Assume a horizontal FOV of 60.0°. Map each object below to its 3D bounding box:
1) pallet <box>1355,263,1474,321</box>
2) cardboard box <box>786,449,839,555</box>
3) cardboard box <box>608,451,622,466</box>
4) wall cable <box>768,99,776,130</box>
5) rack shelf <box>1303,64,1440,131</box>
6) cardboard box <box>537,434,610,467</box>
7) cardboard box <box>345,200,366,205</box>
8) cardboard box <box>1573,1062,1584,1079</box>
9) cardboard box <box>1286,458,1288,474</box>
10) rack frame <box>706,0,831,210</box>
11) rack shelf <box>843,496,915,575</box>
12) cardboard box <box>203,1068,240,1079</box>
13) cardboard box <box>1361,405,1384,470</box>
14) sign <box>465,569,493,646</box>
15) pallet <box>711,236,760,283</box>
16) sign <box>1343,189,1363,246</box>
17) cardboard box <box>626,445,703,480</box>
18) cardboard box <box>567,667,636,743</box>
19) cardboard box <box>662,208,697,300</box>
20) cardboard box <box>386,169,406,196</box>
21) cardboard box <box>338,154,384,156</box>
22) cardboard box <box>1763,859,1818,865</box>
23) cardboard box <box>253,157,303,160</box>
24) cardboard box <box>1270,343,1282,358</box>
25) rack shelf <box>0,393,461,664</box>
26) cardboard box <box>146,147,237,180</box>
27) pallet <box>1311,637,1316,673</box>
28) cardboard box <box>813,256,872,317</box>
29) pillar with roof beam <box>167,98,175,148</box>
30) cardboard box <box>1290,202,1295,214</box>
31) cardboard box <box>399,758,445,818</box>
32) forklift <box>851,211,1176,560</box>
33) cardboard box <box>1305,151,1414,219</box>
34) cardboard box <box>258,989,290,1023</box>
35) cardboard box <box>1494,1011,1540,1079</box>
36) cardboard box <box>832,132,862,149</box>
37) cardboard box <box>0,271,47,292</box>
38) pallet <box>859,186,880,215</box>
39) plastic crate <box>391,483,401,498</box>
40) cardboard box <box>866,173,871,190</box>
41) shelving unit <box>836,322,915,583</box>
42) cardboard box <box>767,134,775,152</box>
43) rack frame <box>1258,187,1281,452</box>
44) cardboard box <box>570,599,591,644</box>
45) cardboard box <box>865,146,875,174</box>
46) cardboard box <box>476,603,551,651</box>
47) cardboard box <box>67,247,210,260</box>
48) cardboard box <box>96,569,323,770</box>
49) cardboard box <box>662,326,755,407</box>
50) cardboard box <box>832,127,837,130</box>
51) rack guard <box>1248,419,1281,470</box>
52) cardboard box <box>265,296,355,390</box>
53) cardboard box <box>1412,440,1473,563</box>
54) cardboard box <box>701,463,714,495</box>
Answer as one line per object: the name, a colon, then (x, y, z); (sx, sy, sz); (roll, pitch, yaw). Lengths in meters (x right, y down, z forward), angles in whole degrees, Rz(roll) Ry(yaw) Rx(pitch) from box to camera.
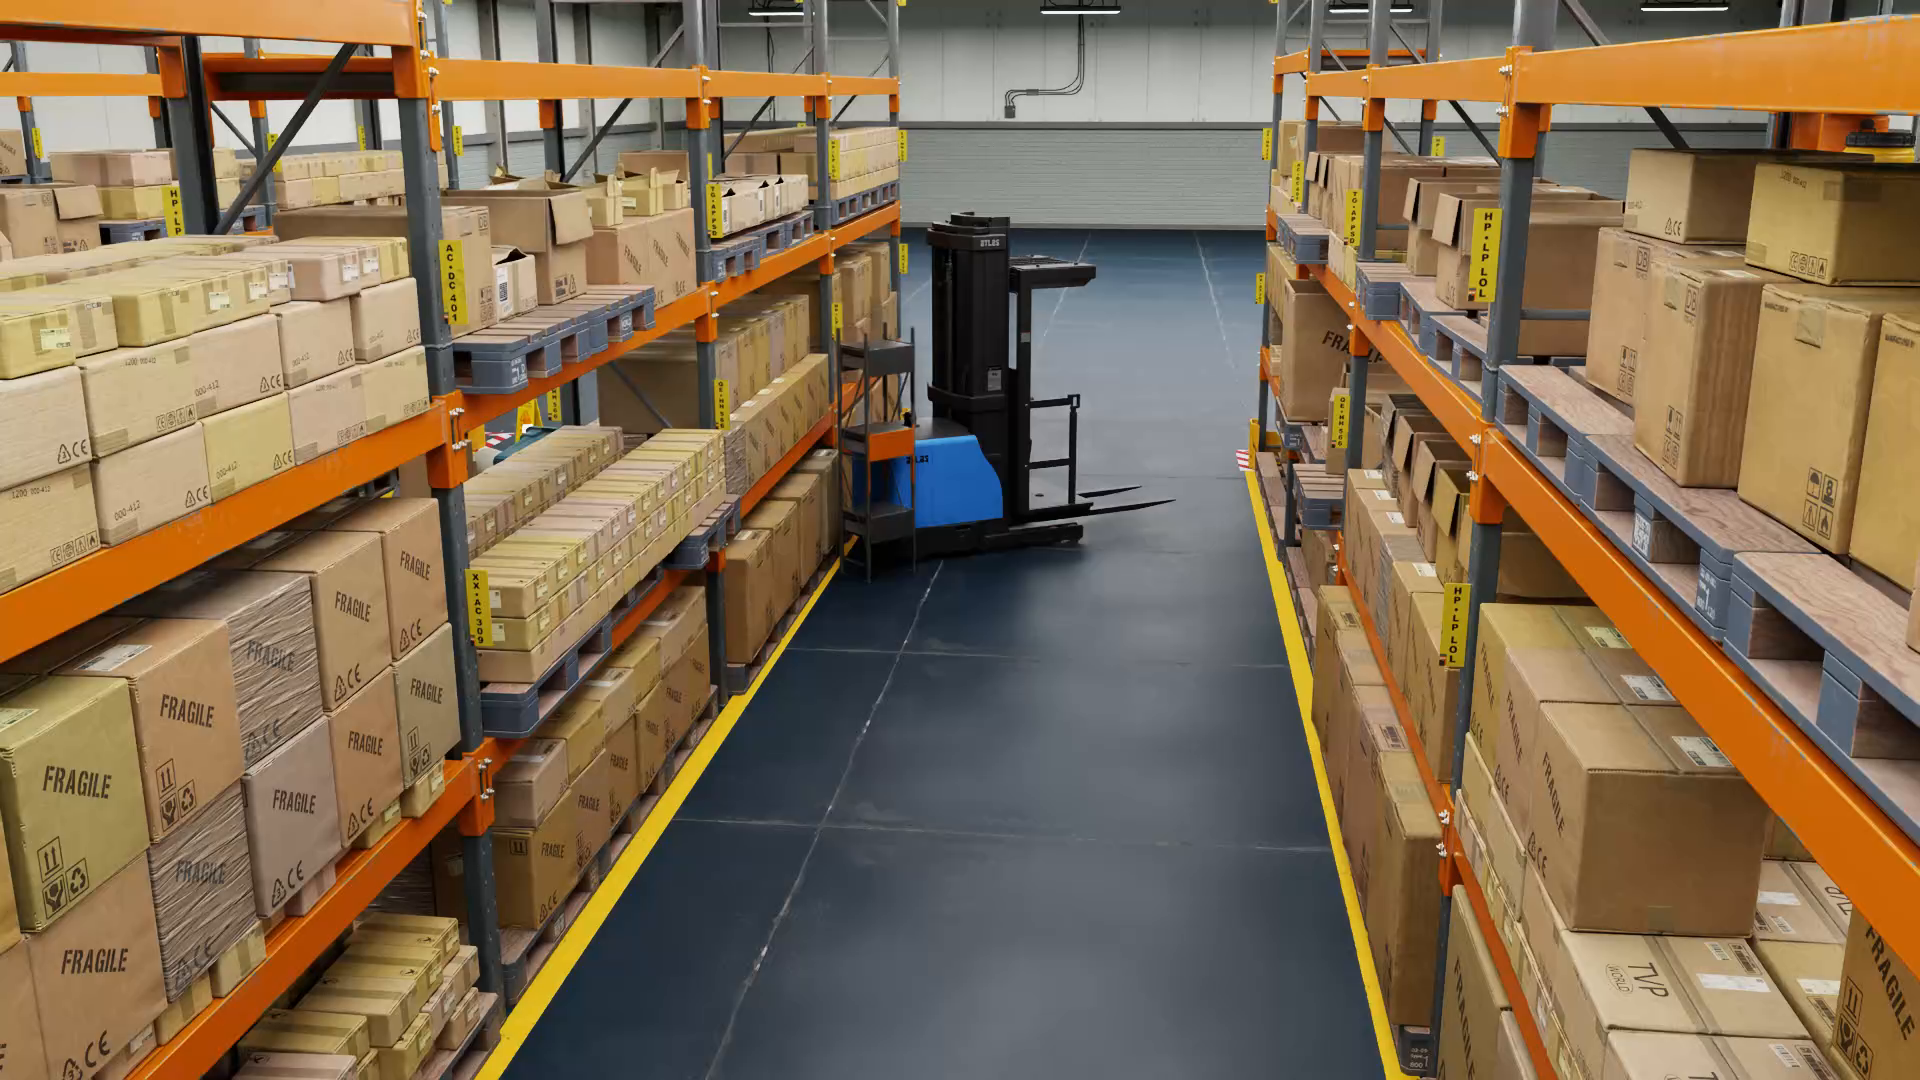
pallet: (2.834, -1.371, 9.188); (1.213, 0.211, 1.003); (2, 15, 9)
cardboard box: (-1.592, -0.345, 14.286); (1.050, 0.750, 0.750); (2, 15, 6)
cardboard box: (-2.317, -0.460, 10.313); (0.380, 0.149, 0.250); (2, 15, 9)
wall cable: (-6.965, -12.443, 49.977); (3.097, 2.526, 0.112); (2, 15, 6)
rack shelf: (3.080, -3.057, 11.460); (1.077, 0.370, 4.000); (2, 15, 6)
cardboard box: (-2.335, -0.540, 10.036); (0.380, 0.149, 0.250); (1, 15, 5)
cardboard box: (-6.029, -3.244, 16.235); (0.380, 0.149, 0.250); (1, 15, 5)
cardboard box: (1.837, 1.515, 4.381); (0.380, 0.149, 0.250); (2, 15, 7)
cardboard box: (3.637, -0.936, 16.949); (0.500, 0.500, 0.500); (6, 16, 21)
rack frame: (-1.611, -4.288, 13.869); (1.000, 3.000, 0.127); (2, 15, 6)
rack shelf: (-0.702, -0.044, 14.116); (0.480, 0.518, 0.431); (-13, 20, -39)
cardboard box: (-2.837, 2.000, 6.196); (0.380, 0.149, 0.250); (1, 15, 3)
cardboard box: (2.876, -0.575, 10.633); (0.500, 0.500, 0.500); (0, 15, -1)
sign: (-1.974, 0.279, 6.814); (0.100, 0.325, 0.005); (2, 15, 6)
pallet: (-2.043, -1.880, 11.072); (1.213, 0.211, 1.003); (2, 15, 9)
sign: (2.315, -1.897, 9.780); (0.100, 0.325, 0.005); (2, 15, 6)
cardboard box: (-1.722, -0.450, 9.704); (0.380, 0.149, 0.250); (2, 15, 8)
cardboard box: (-2.048, 0.870, 8.832); (0.500, 0.250, 0.500); (2, 15, 8)
cardboard box: (-1.875, -1.695, 9.836); (0.500, 0.500, 0.500); (2, 15, 6)
cardboard box: (-5.991, -3.663, 17.020); (0.500, 0.250, 0.500); (2, 15, 8)
cardboard box: (-6.082, -3.837, 16.902); (0.380, 0.149, 0.250); (1, 15, 5)
cardboard box: (2.558, 1.040, 5.374); (0.500, 0.250, 0.500); (2, 15, 8)
cardboard box: (-6.643, -3.651, 16.211); (0.380, 0.149, 0.250); (2, 15, 7)
cardboard box: (3.398, -1.941, 17.161); (0.380, 0.149, 0.250); (2, 15, 6)
rack shelf: (-2.740, 0.101, 4.763); (1.077, 0.370, 4.000); (2, 15, 6)
cardboard box: (-6.480, -3.177, 14.033); (0.500, 0.250, 0.500); (2, 15, 8)
pallet: (2.944, 0.961, 11.292); (1.003, 0.211, 1.213); (2, 15, 6)
cardboard box: (-1.339, -2.500, 16.394); (0.875, 0.550, 0.500); (2, 15, 6)
pillar with roof beam: (-7.042, -6.866, 23.402); (9.100, 9.000, 0.400); (2, 15, 6)
cardboard box: (3.167, -2.857, 14.609); (0.500, 0.250, 0.500); (2, 15, 8)
cardboard box: (-2.234, 0.955, 6.453); (0.380, 0.149, 0.250); (1, 15, 5)
forklift: (0.559, -1.487, 15.136); (3.031, 2.935, 1.130); (-7, 17, -25)
cardboard box: (3.154, -2.802, 13.115); (0.797, 0.503, 0.637); (1, 15, 3)
cardboard box: (-2.828, 1.789, 6.405); (0.380, 0.149, 0.250); (1, 15, 5)
cardboard box: (2.147, 2.080, 5.077); (0.875, 0.875, 0.875); (2, 15, 6)
cardboard box: (-1.119, -3.704, 15.412); (0.380, 0.149, 0.250); (2, 15, 7)
cardboard box: (-2.983, -0.719, 4.982); (0.380, 0.149, 0.250); (2, 15, 9)
pallet: (-1.368, -3.325, 16.223); (1.003, 0.211, 1.213); (2, 15, 6)
plastic crate: (-5.549, -0.485, 16.892); (0.402, 0.080, 0.583); (-4, 16, -13)
cardboard box: (-1.061, -3.449, 15.997); (0.380, 0.149, 0.250); (2, 15, 7)
shelving unit: (-0.698, -0.732, 13.926); (0.503, 2.100, 0.431); (-13, 20, -39)
cardboard box: (-1.858, -3.525, 14.750); (0.380, 0.149, 0.250); (2, 15, 6)
rack frame: (3.757, -2.257, 17.852); (1.000, 3.000, 0.127); (2, 15, 6)
cardboard box: (-1.955, 0.376, 7.791); (0.380, 0.149, 0.250); (2, 15, 7)
cardboard box: (-1.110, -3.674, 16.066); (0.500, 0.250, 0.500); (2, 15, 7)
cardboard box: (-2.012, 0.369, 7.246); (0.380, 0.149, 0.250); (2, 15, 7)
cardboard box: (-2.823, -0.922, 5.733); (0.380, 0.149, 0.250); (2, 15, 6)
cardboard box: (-2.423, 0.405, 5.330); (0.500, 0.500, 0.500); (2, 15, 8)
cardboard box: (-1.891, -1.266, 12.079); (0.700, 0.500, 0.500); (1, 15, 5)
cardboard box: (-1.514, -4.315, 17.673); (0.380, 0.149, 0.250); (2, 15, 7)
rack guard: (3.748, -1.031, 18.105); (1.175, 0.500, 0.348); (2, 15, 6)
cardboard box: (-2.384, -0.672, 5.573); (0.500, 0.250, 0.500); (1, 15, 4)
cardboard box: (2.610, -0.183, 8.066); (0.797, 0.503, 0.637); (2, 15, 8)
cardboard box: (-1.694, -0.369, 9.975); (0.380, 0.149, 0.250); (2, 15, 8)
